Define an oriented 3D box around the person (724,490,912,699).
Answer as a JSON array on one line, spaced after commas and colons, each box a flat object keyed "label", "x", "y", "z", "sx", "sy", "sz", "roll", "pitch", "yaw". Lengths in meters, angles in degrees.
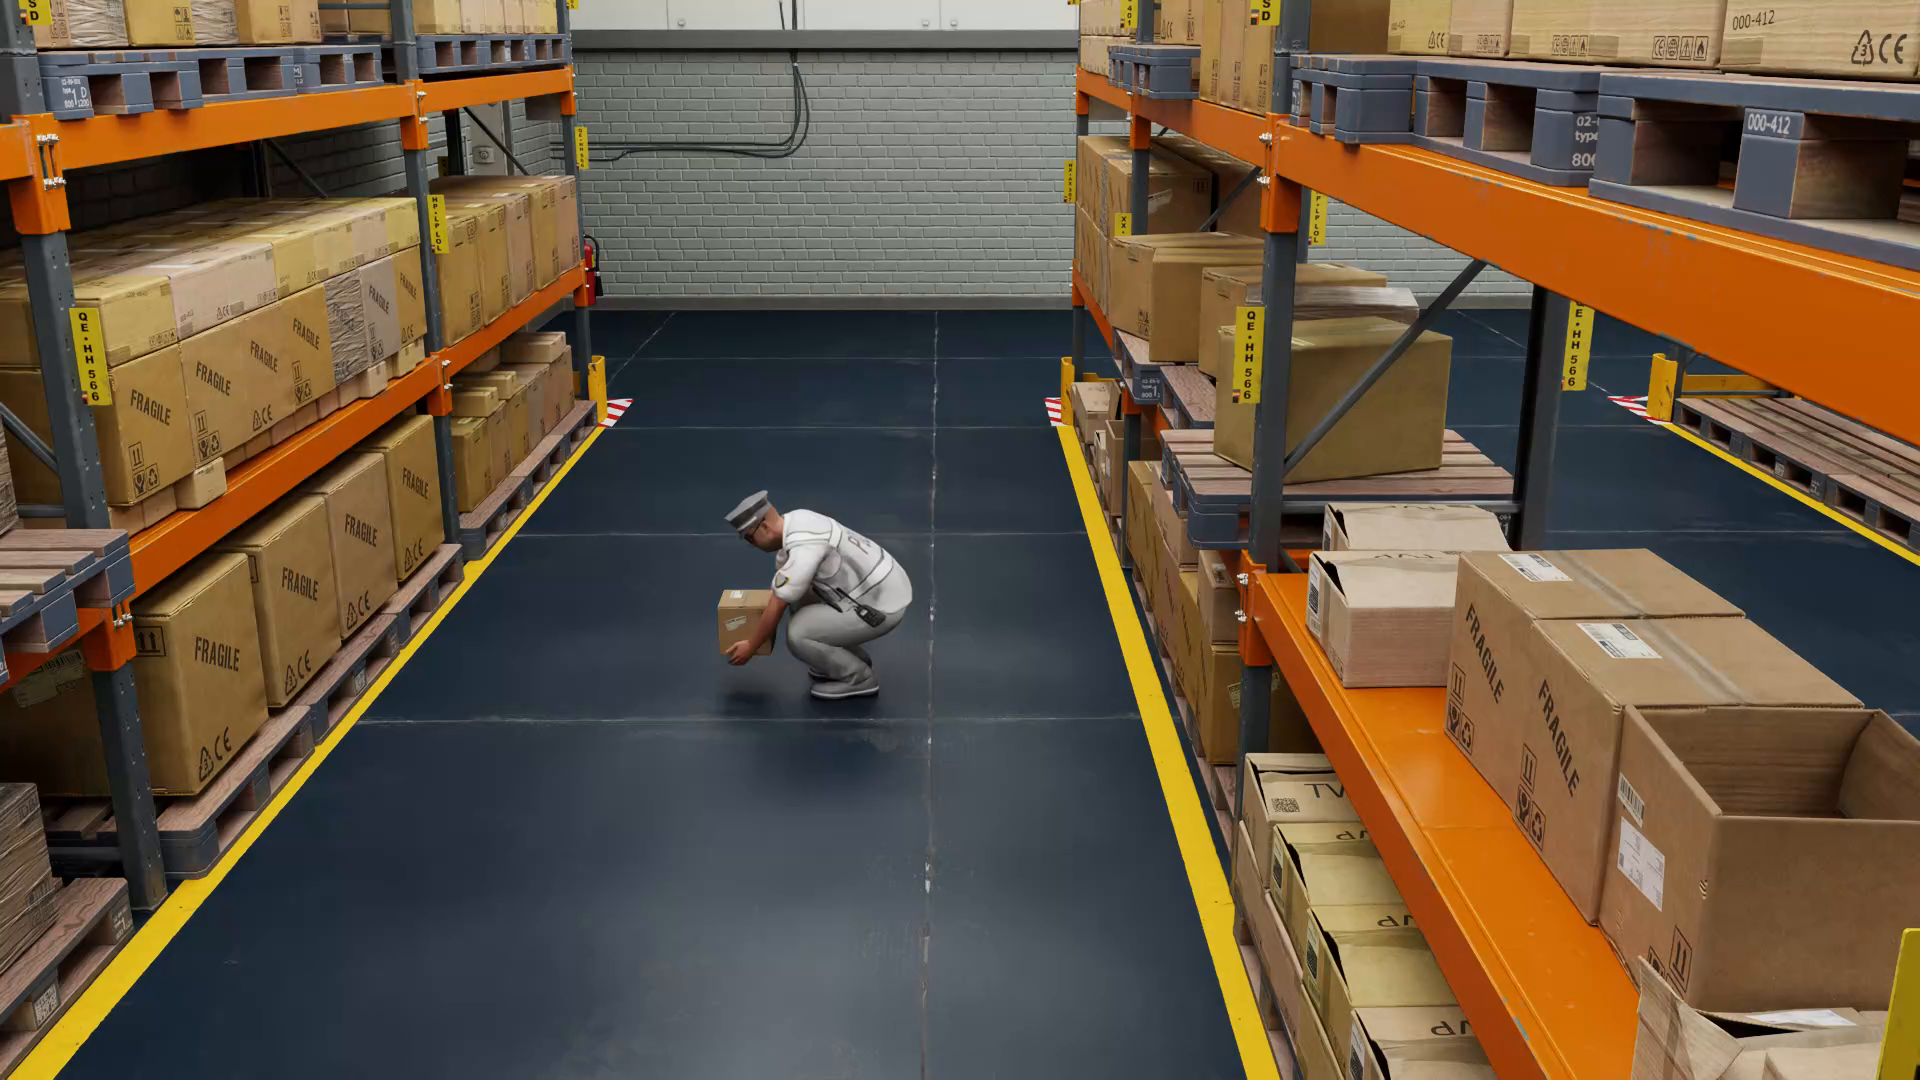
[{"label": "person", "x": -0.680, "y": 0.240, "z": 8.038, "sx": 0.899, "sy": 1.008, "sz": 0.558, "roll": 0, "pitch": 17, "yaw": -1}]
